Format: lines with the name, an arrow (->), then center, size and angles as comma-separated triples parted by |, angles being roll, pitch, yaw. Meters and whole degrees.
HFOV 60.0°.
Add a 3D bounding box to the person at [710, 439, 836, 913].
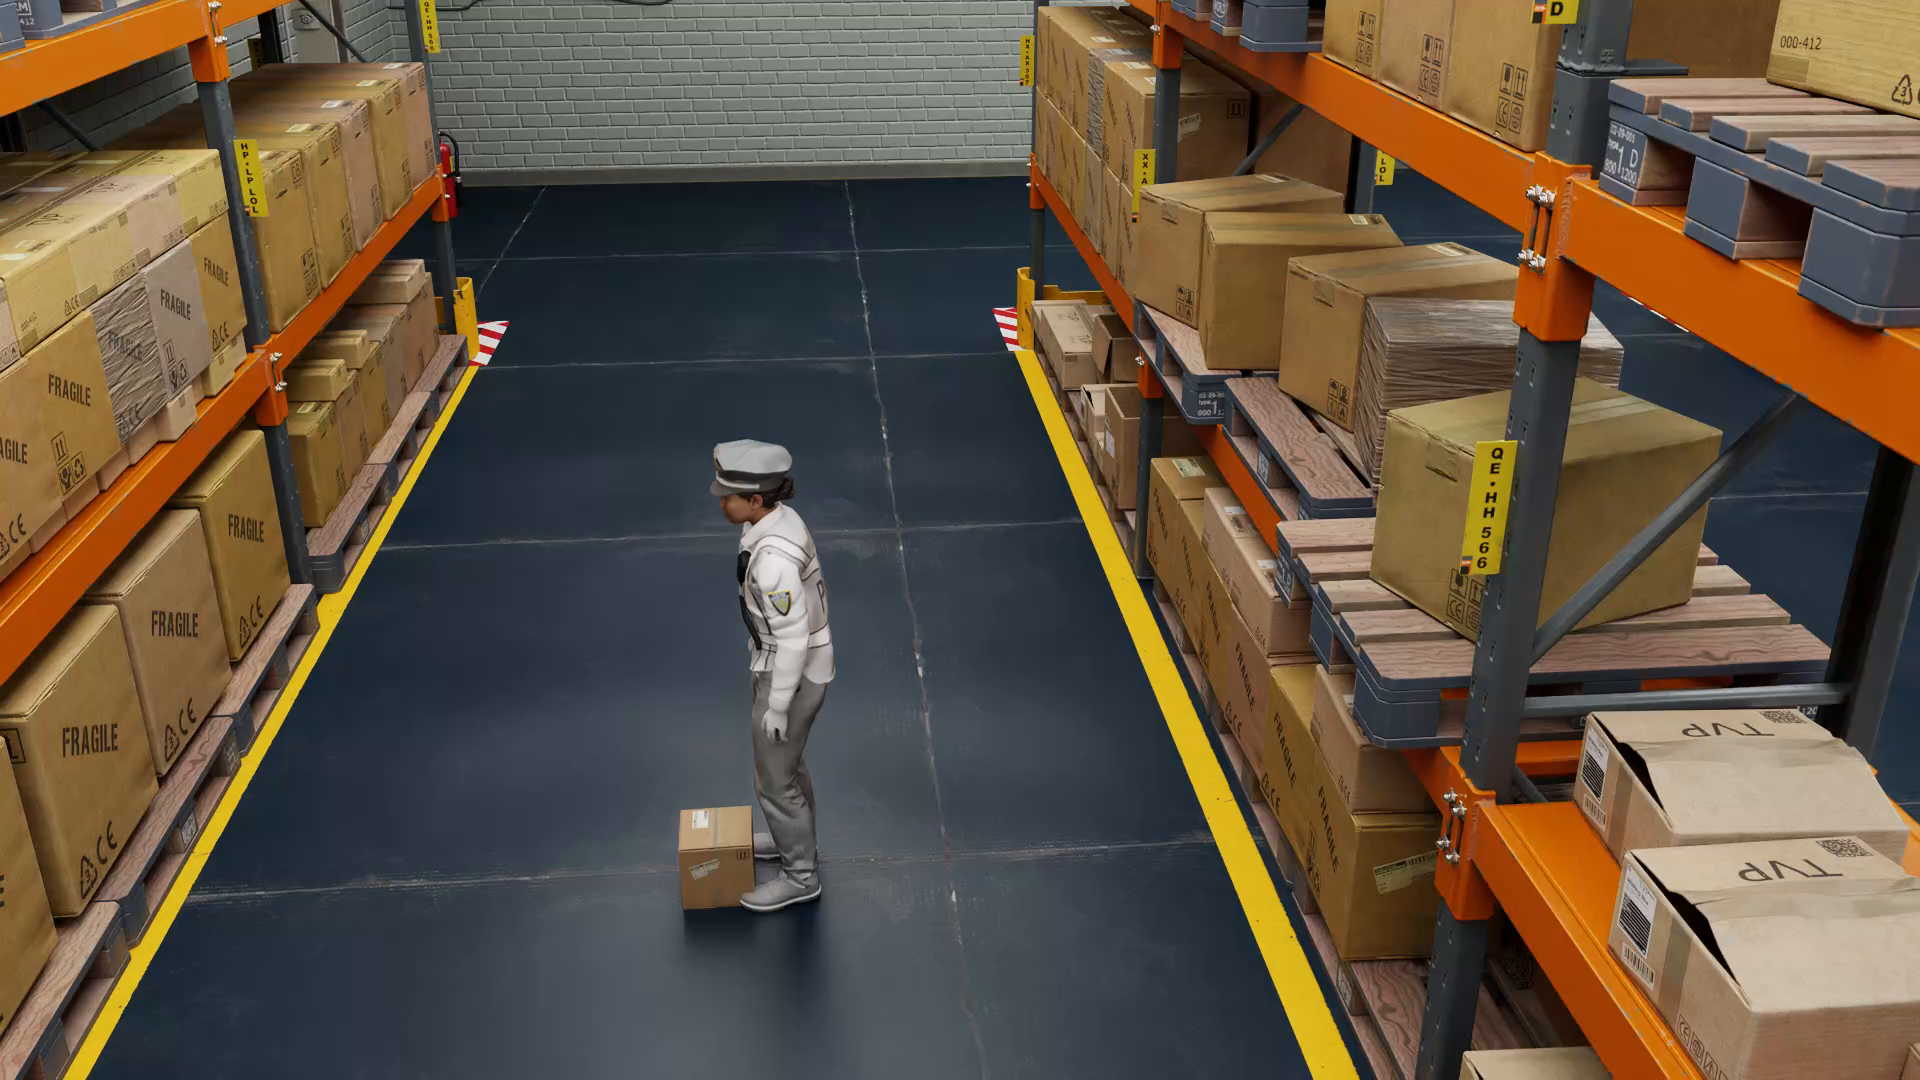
person -> -0.608, 0.456, 5.567 | 0.375, 1.661, 0.541 | -4, 24, -8
